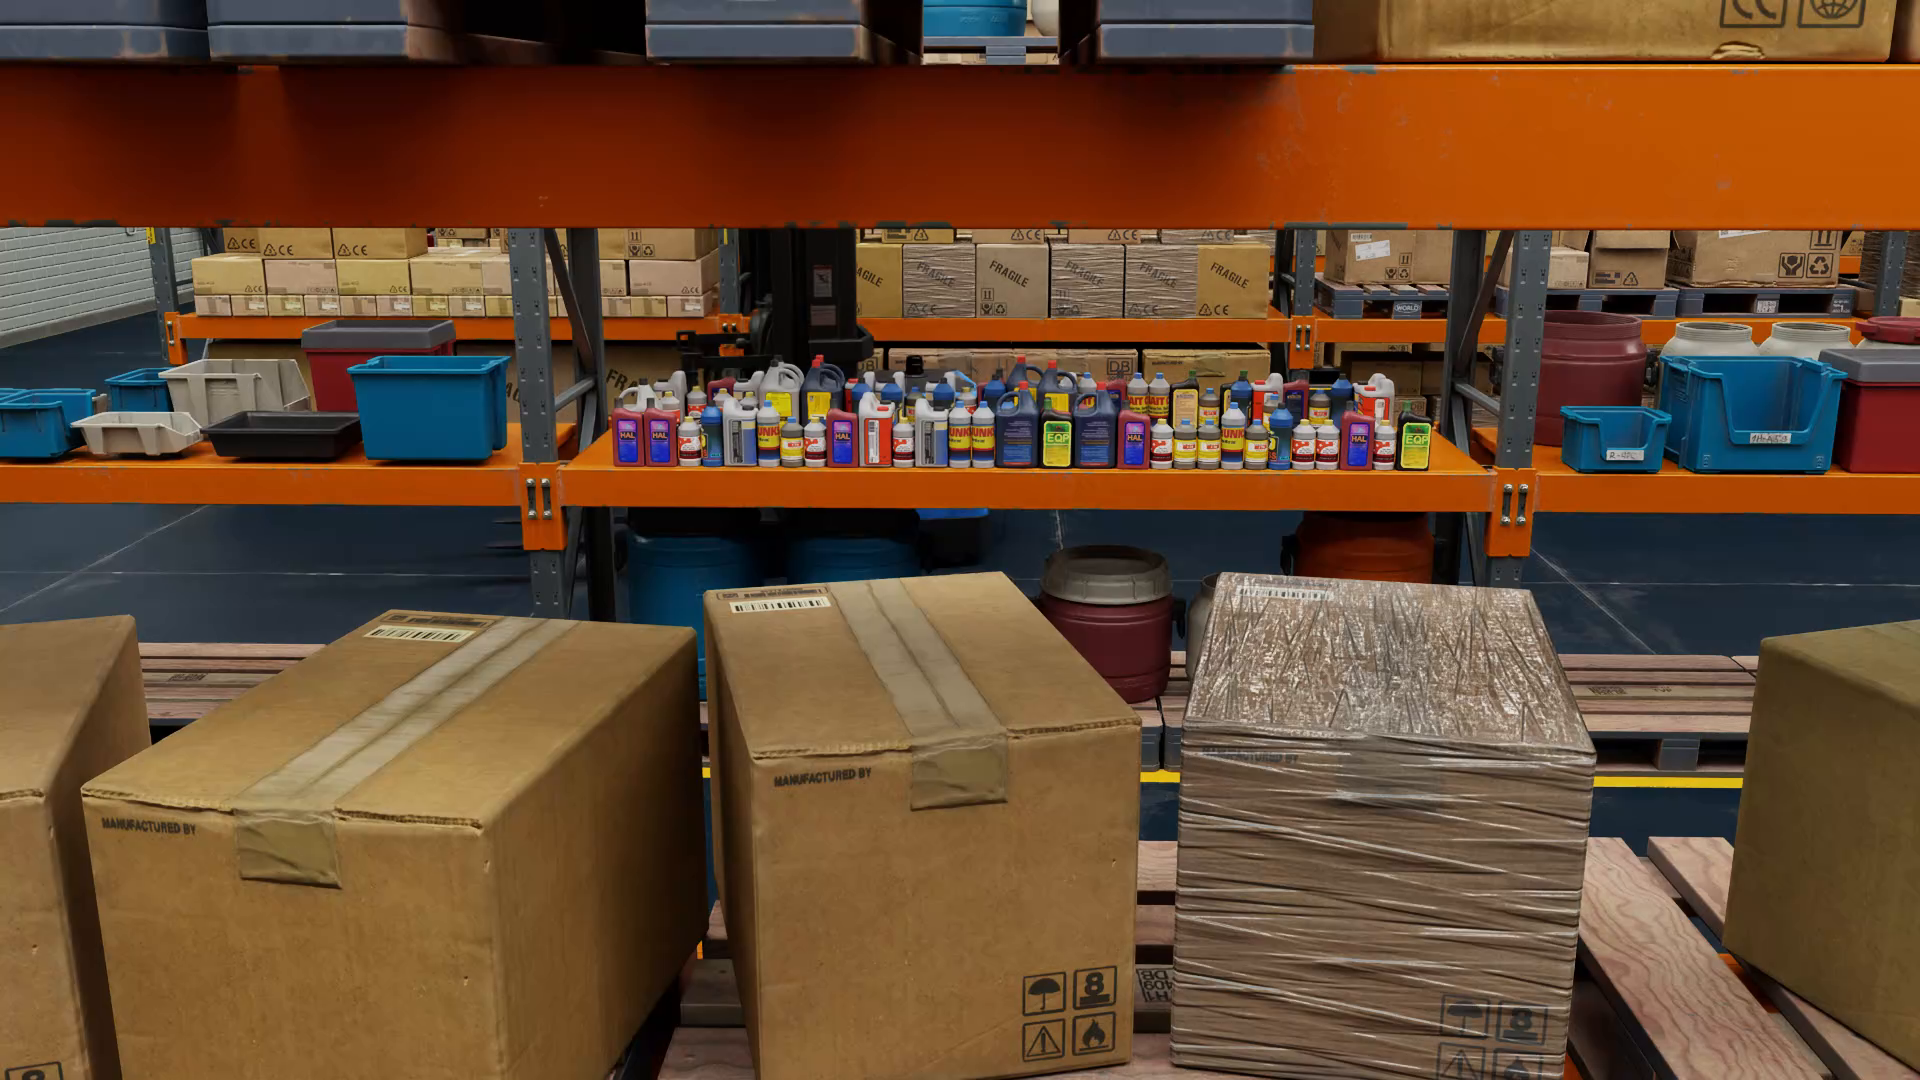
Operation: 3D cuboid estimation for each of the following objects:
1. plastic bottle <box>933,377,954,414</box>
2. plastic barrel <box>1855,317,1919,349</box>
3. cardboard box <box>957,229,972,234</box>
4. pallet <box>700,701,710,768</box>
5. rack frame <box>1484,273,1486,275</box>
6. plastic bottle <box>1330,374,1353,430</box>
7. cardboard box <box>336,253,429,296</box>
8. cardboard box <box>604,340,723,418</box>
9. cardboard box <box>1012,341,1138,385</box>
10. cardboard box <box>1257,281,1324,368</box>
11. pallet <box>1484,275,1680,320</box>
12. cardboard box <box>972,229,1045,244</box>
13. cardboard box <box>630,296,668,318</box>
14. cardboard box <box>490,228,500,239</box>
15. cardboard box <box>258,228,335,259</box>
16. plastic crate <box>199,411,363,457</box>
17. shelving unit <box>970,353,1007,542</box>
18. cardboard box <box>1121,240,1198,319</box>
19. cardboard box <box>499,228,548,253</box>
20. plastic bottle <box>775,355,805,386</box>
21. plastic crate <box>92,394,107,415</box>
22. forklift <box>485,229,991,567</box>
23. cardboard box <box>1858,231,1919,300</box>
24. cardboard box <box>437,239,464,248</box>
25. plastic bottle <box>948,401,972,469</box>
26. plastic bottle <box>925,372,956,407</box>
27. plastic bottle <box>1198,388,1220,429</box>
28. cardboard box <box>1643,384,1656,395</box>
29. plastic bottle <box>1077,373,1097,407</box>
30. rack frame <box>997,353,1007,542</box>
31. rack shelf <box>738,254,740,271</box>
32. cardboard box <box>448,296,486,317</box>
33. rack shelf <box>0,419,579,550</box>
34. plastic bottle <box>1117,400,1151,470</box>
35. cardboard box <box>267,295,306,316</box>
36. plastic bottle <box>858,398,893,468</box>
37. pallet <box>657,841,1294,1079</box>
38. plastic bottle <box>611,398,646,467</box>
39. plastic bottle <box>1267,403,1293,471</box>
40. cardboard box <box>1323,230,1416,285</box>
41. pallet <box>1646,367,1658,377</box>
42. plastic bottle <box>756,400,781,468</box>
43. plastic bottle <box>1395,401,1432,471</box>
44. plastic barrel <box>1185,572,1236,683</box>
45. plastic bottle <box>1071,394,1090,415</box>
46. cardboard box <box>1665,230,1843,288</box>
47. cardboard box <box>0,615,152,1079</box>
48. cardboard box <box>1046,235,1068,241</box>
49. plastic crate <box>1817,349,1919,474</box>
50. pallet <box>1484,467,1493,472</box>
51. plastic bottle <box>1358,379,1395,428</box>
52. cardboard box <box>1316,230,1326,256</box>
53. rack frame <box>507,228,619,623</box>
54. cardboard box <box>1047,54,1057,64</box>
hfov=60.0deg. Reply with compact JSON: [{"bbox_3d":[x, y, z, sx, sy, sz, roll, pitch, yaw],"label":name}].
[{"bbox_3d":[-0.073,-0.592,7.456,0.097,0.271,0.097,0,15,0],"label":"plastic bottle"},{"bbox_3d":[4.154,-0.698,7.338,0.433,0.535,0.433,0,15,0],"label":"plastic barrel"},{"bbox_3d":[0.042,-3.097,16.368,0.250,0.149,0.380,0,15,-1],"label":"cardboard box"},{"bbox_3d":[-0.956,0.750,7.585,1.213,0.211,1.003,0,15,1],"label":"pallet"},{"bbox_3d":[6.650,-4.353,21.458,0.127,3.000,1.000,0,15,1],"label":"rack frame"},{"bbox_3d":[1.732,-0.619,7.559,0.097,0.271,0.097,0,15,0],"label":"plastic bottle"},{"bbox_3d":[-4.104,-1.897,11.861,0.500,0.250,0.500,0,15,0],"label":"cardboard box"},{"bbox_3d":[-2.258,-1.078,12.387,0.875,0.875,0.875,0,15,1],"label":"cardboard box"},{"bbox_3d":[0.818,-1.045,12.261,0.875,0.875,1.225,0,15,2],"label":"cardboard box"},{"bbox_3d":[3.233,-2.204,16.901,0.750,0.750,1.050,0,15,1],"label":"cardboard box"},{"bbox_3d":[4.378,-1.756,11.992,1.213,0.211,1.003,0,15,1],"label":"pallet"},{"bbox_3d":[0.346,-2.401,11.899,0.637,0.503,0.797,1,15,3],"label":"cardboard box"},{"bbox_3d":[-2.171,-1.676,11.805,0.250,0.149,0.380,1,15,3],"label":"cardboard box"},{"bbox_3d":[-4.394,-3.290,16.649,0.500,0.500,0.500,0,15,2],"label":"cardboard box"},{"bbox_3d":[-4.626,-2.262,11.775,0.500,0.500,0.500,0,15,0],"label":"cardboard box"},{"bbox_3d":[-2.853,-0.449,7.084,0.590,0.125,0.437,0,15,1],"label":"plastic crate"},{"bbox_3d":[0.182,-0.590,10.725,0.189,1.200,0.258,-3,15,-11],"label":"shelving unit"},{"bbox_3d":[1.401,-1.845,11.755,0.500,0.500,0.500,0,15,1],"label":"cardboard box"},{"bbox_3d":[-3.085,-2.387,12.249,0.500,0.500,0.500,0,15,0],"label":"cardboard box"},{"bbox_3d":[-0.799,-0.668,7.588,0.185,0.351,0.144,0,15,1],"label":"plastic bottle"},{"bbox_3d":[-4.041,-0.584,7.574,0.250,0.136,0.298,0,15,1],"label":"plastic crate"},{"bbox_3d":[-1.380,-1.319,10.092,3.031,2.935,1.130,-3,15,-11],"label":"forklift"},{"bbox_3d":[6.845,-1.999,11.757,0.500,0.500,0.875,0,15,1],"label":"cardboard box"},{"bbox_3d":[-5.056,-2.961,16.674,0.250,0.149,0.380,0,15,1],"label":"cardboard box"},{"bbox_3d":[-0.001,-0.437,6.867,0.097,0.271,0.097,0,15,0],"label":"plastic bottle"},{"bbox_3d":[-0.089,-0.626,7.577,0.135,0.276,0.152,0,15,1],"label":"plastic bottle"},{"bbox_3d":[1.137,-0.589,7.582,0.097,0.201,0.097,0,15,0],"label":"plastic bottle"},{"bbox_3d":[5.308,-0.847,12.207,0.500,0.500,0.700,0,15,1],"label":"cardboard box"},{"bbox_3d":[0.578,-0.627,7.587,0.097,0.271,0.097,0,15,0],"label":"plastic bottle"},{"bbox_3d":[0.272,-0.595,10.742,0.006,1.200,0.240,-3,15,-11],"label":"rack frame"},{"bbox_3d":[-3.372,-2.807,17.009,4.000,0.370,1.077,0,15,1],"label":"rack shelf"},{"bbox_3d":[-3.453,-1.685,11.838,0.250,0.149,0.380,1,15,2],"label":"cardboard box"},{"bbox_3d":[-3.726,-0.280,7.430,4.000,0.370,1.077,0,15,1],"label":"rack shelf"},{"bbox_3d":[0.714,-0.433,6.831,0.133,0.283,0.061,0,15,1],"label":"plastic bottle"},{"bbox_3d":[-4.740,-1.693,11.868,0.250,0.149,0.380,0,15,0],"label":"cardboard box"},{"bbox_3d":[-0.348,-0.448,6.902,0.135,0.276,0.152,0,15,1],"label":"plastic bottle"},{"bbox_3d":[0.198,0.756,2.470,1.213,0.211,1.003,0,15,1],"label":"pallet"},{"bbox_3d":[-1.371,-0.447,6.882,0.133,0.283,0.061,0,15,1],"label":"plastic bottle"},{"bbox_3d":[1.316,-0.428,6.835,0.097,0.271,0.097,0,15,0],"label":"plastic bottle"},{"bbox_3d":[2.939,-2.109,11.936,0.500,0.500,0.500,-1,15,-5],"label":"cardboard box"},{"bbox_3d":[7.383,-1.716,16.932,1.213,0.211,1.003,0,15,1],"label":"pallet"},{"bbox_3d":[-0.793,-0.442,6.887,0.097,0.271,0.097,0,15,0],"label":"plastic bottle"},{"bbox_3d":[1.857,-0.426,6.802,0.133,0.283,0.061,0,15,1],"label":"plastic bottle"},{"bbox_3d":[1.216,0.432,7.377,0.421,0.512,0.421,0,15,0],"label":"plastic barrel"},{"bbox_3d":[0.533,-0.471,6.974,0.133,0.283,0.061,0,15,1],"label":"plastic bottle"},{"bbox_3d":[5.606,-2.359,11.903,1.000,1.000,1.000,0,15,2],"label":"cardboard box"},{"bbox_3d":[-1.389,0.458,2.207,0.500,0.500,0.700,-5,16,-17],"label":"cardboard box"},{"bbox_3d":[0.892,-1.978,12.259,0.500,0.500,0.500,0,15,0],"label":"cardboard box"},{"bbox_3d":[3.880,-0.531,6.846,0.583,0.464,0.402,0,15,1],"label":"plastic crate"},{"bbox_3d":[4.396,-0.489,12.279,1.213,0.211,1.003,0,15,1],"label":"pallet"},{"bbox_3d":[1.844,-0.575,7.382,0.135,0.276,0.152,0,15,1],"label":"plastic bottle"},{"bbox_3d":[3.576,-3.090,16.475,0.500,0.500,0.500,0,15,1],"label":"cardboard box"},{"bbox_3d":[-1.727,-0.614,7.289,0.127,3.000,1.000,0,15,1],"label":"rack frame"},{"bbox_3d":[1.049,-4.557,16.158,0.500,0.500,0.500,0,15,1],"label":"cardboard box"}]
